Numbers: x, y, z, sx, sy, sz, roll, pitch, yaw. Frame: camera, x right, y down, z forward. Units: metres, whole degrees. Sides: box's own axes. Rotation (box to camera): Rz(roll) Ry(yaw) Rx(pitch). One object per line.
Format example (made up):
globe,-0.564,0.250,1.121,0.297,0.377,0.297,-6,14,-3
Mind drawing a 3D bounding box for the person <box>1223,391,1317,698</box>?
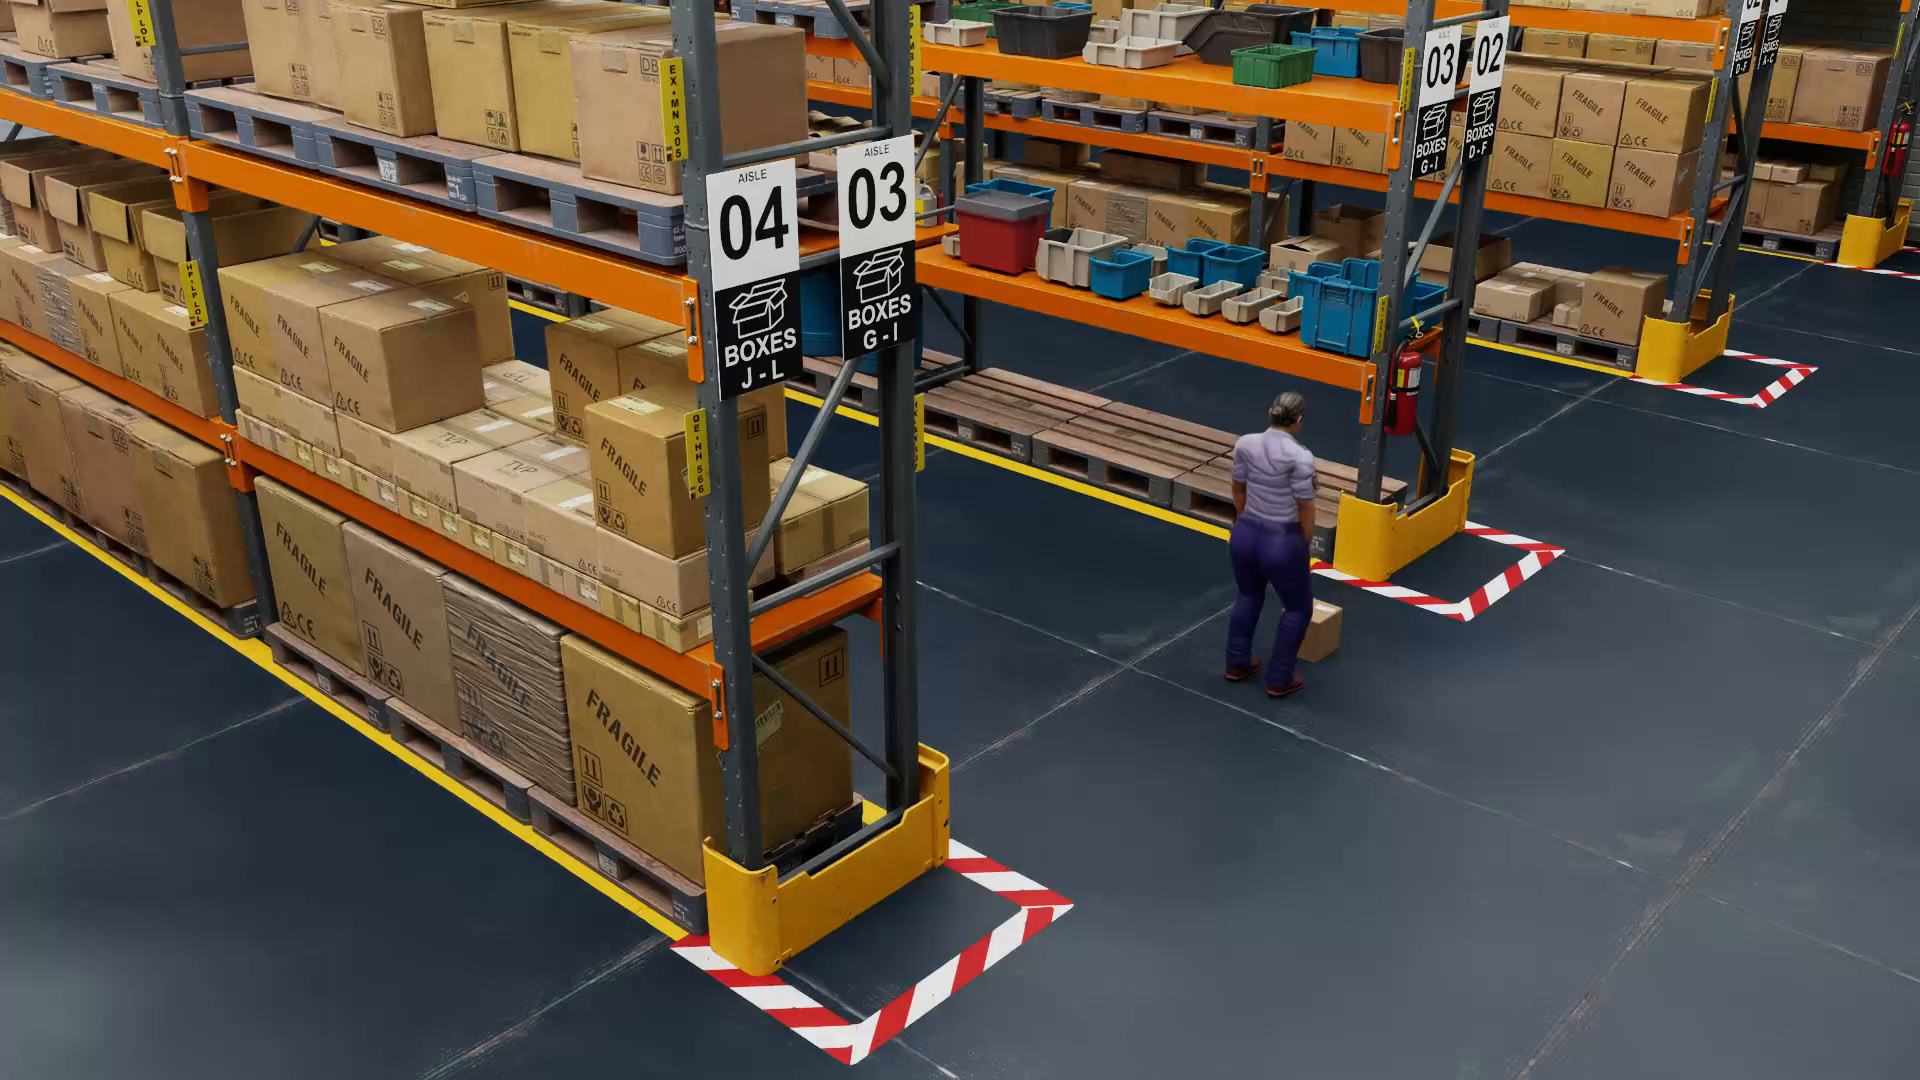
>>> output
person,1.600,0.022,8.628,0.493,1.615,0.384,21,32,39
